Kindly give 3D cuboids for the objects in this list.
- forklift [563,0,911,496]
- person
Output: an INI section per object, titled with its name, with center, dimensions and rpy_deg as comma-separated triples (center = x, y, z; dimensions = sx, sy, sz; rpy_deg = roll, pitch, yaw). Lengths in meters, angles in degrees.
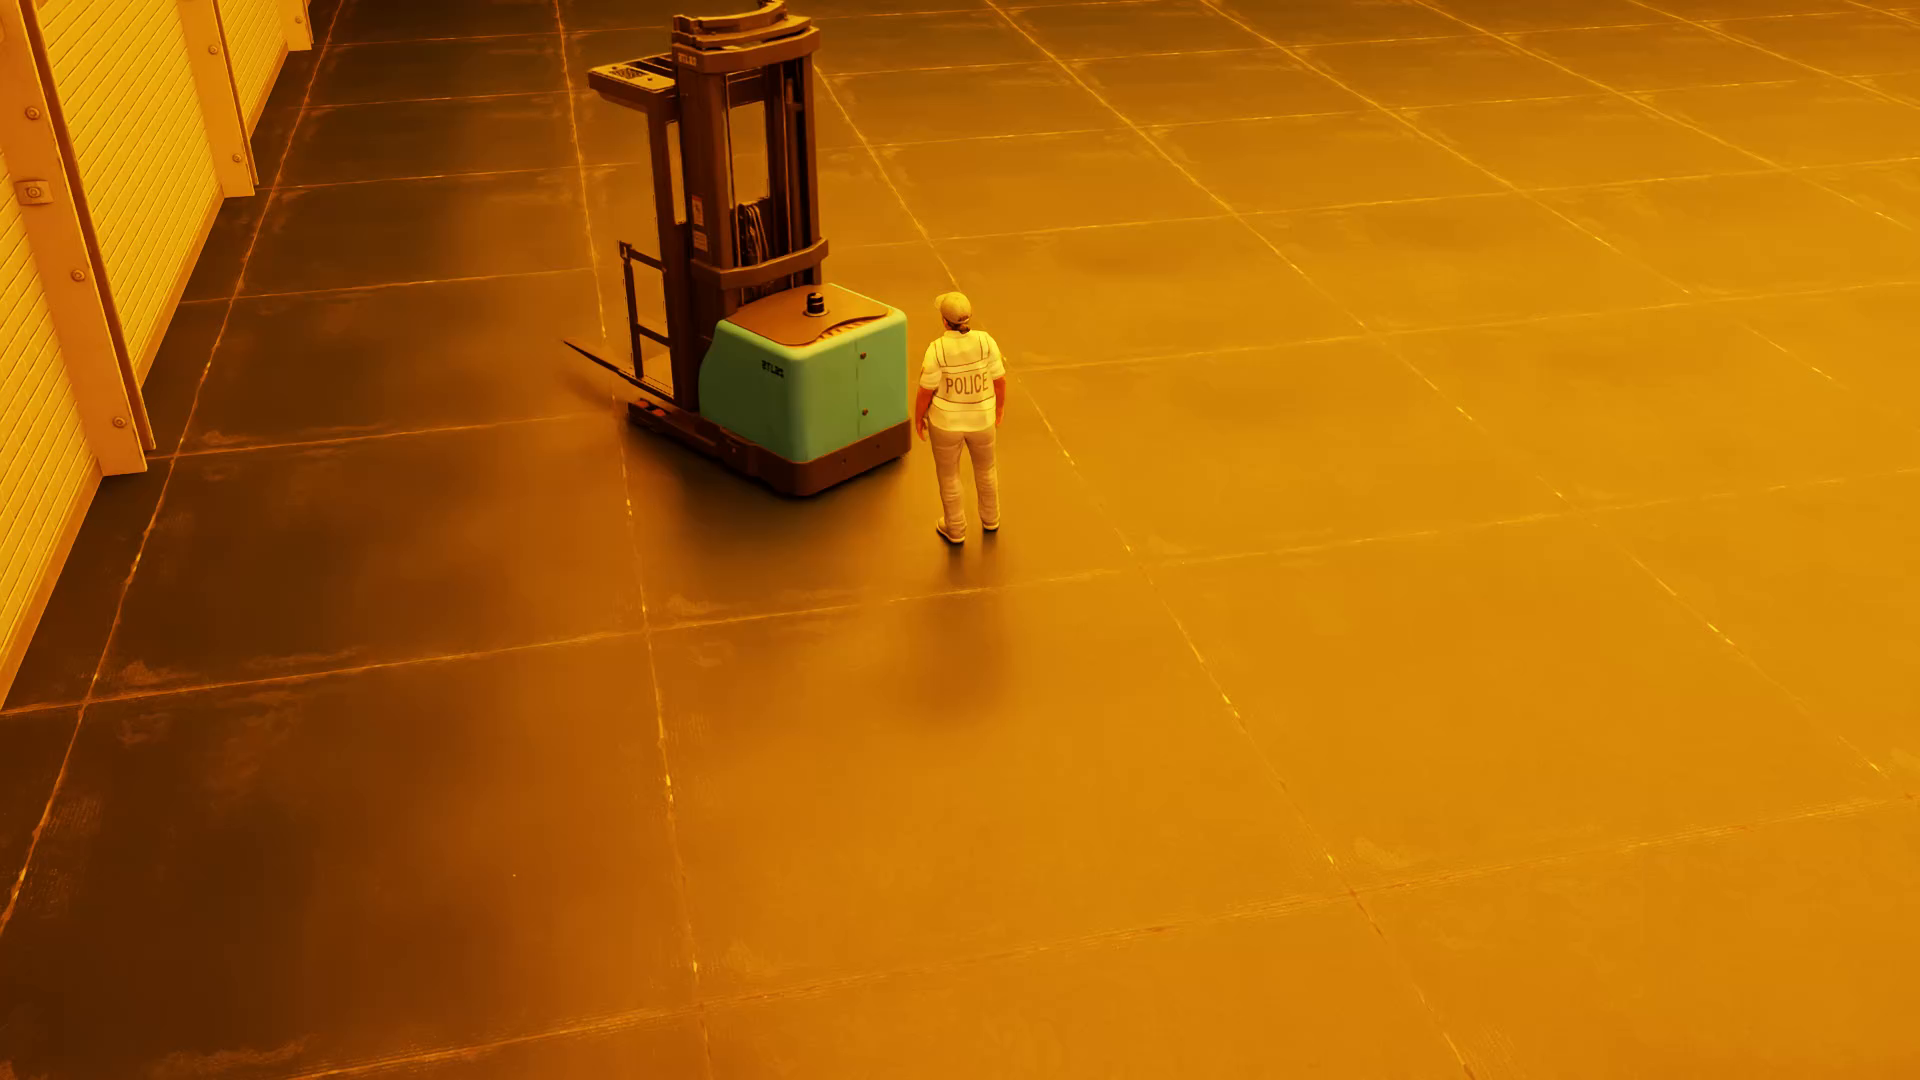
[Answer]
[forklift]
center = -1.731, -2.193, 11.363
dimensions = 1.130, 2.935, 3.031
rpy_deg = -27, 39, -38
[person]
center = 0.004, -0.768, 10.149
dimensions = 0.598, 1.670, 0.527
rpy_deg = -7, 31, -12
